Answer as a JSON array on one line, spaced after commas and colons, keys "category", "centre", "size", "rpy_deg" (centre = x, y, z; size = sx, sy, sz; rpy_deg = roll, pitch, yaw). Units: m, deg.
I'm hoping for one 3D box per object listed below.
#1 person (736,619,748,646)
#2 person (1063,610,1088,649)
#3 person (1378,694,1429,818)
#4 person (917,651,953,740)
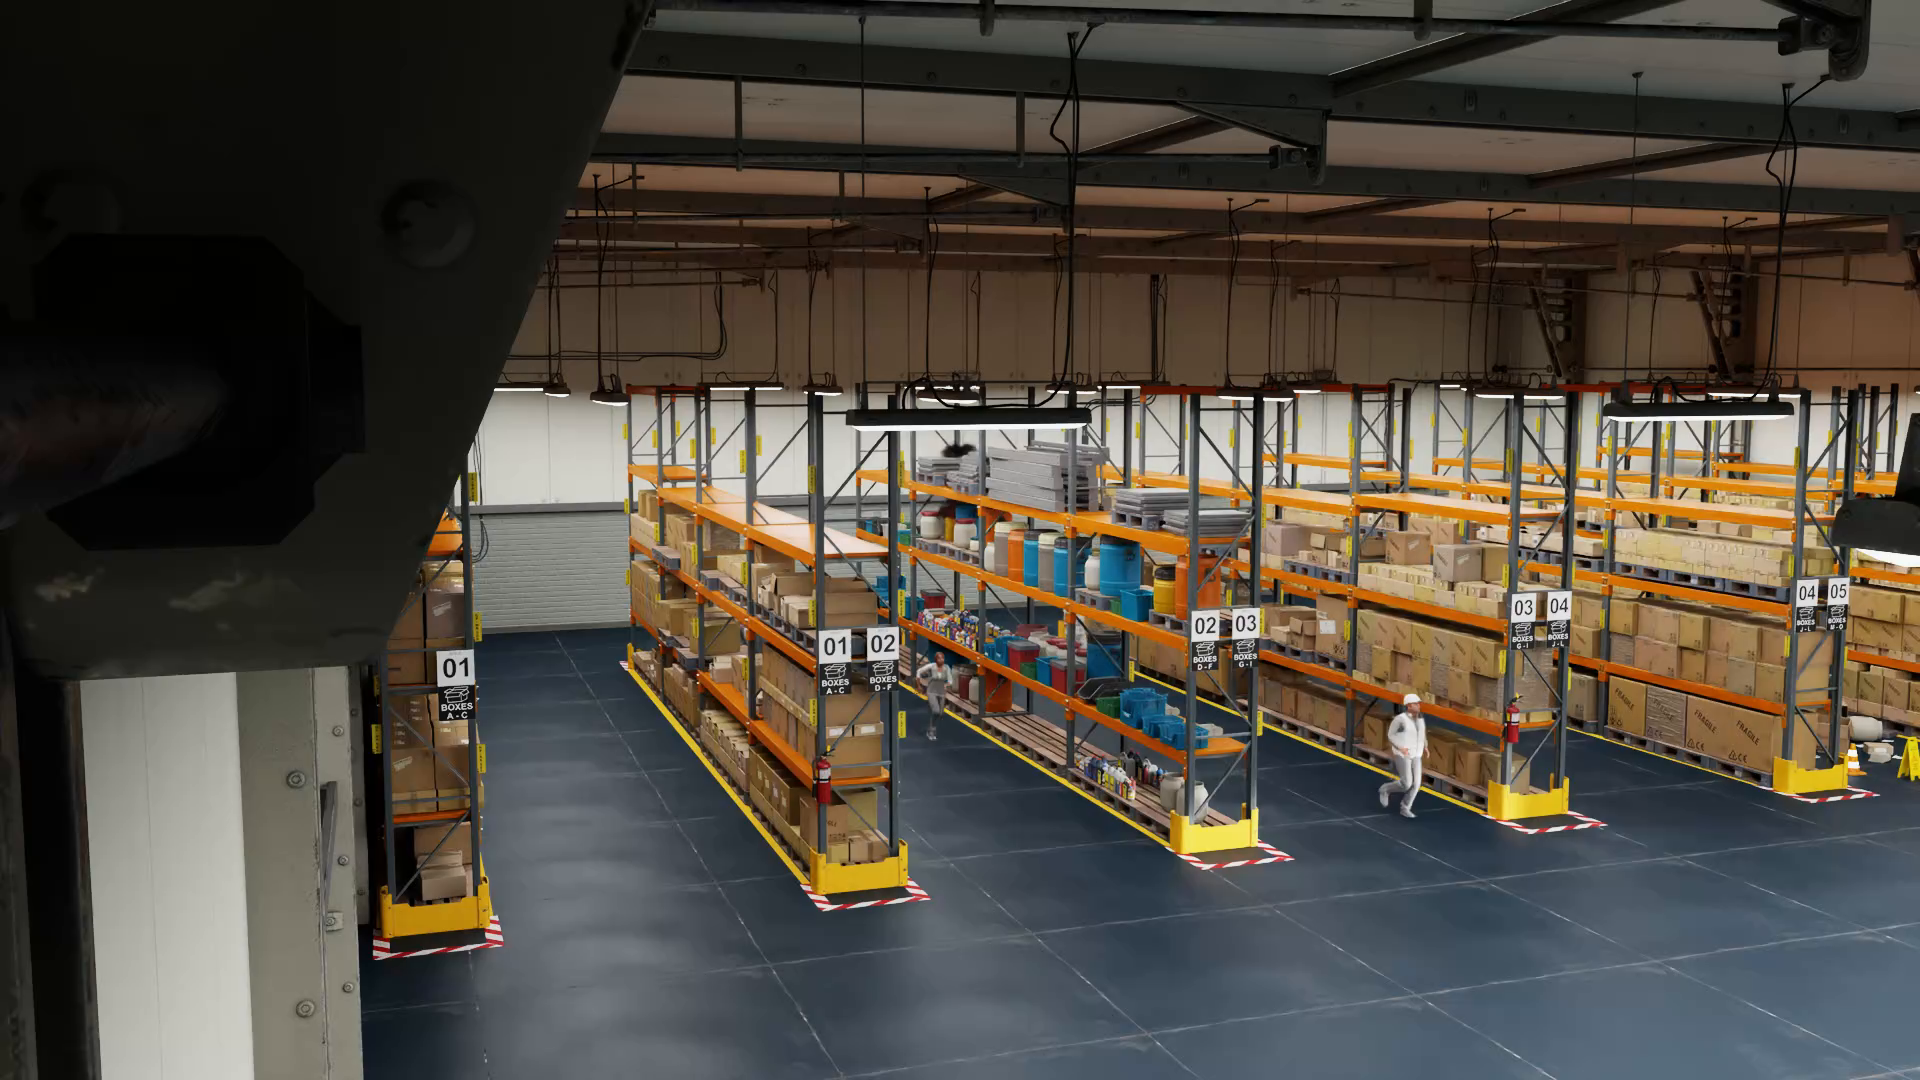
[{"category": "person", "centre": [-4.675, 1.812, 35.678], "size": [0.580, 1.673, 0.741], "rpy_deg": [6, 8, 43]}, {"category": "person", "centre": [2.379, 1.969, 33.652], "size": [0.632, 1.824, 0.705], "rpy_deg": [-3, 7, -27]}, {"category": "person", "centre": [6.375, 3.038, 23.655], "size": [0.686, 1.729, 0.622], "rpy_deg": [-3, 7, -29]}, {"category": "person", "centre": [-0.403, 2.647, 28.148], "size": [0.569, 1.548, 0.684], "rpy_deg": [-2, 6, -18]}]
